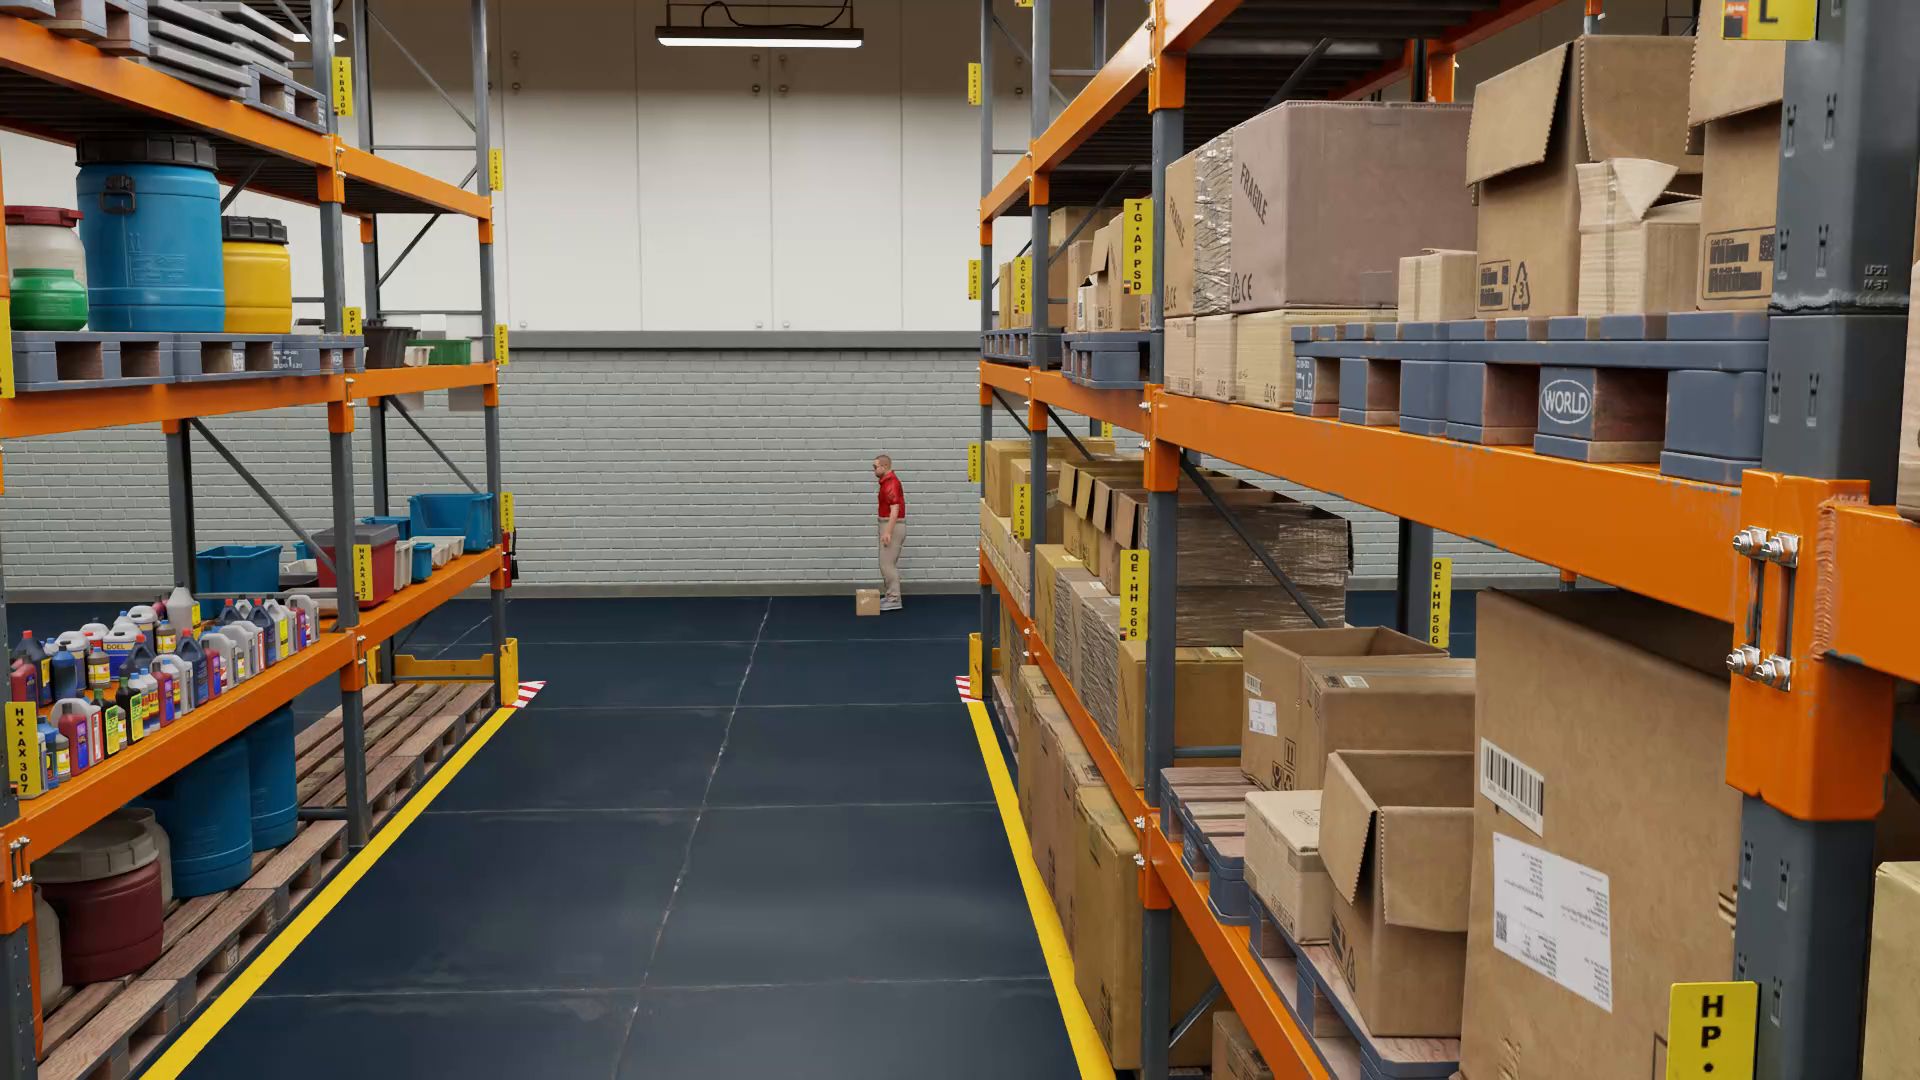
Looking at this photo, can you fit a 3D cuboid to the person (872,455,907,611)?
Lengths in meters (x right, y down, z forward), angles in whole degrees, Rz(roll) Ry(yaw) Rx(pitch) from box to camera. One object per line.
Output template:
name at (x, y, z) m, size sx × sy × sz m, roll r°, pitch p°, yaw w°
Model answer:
person at (-0.793, -0.092, 18.566) m, size 0.384 × 1.727 × 0.596 m, roll -1°, pitch 7°, yaw -5°
